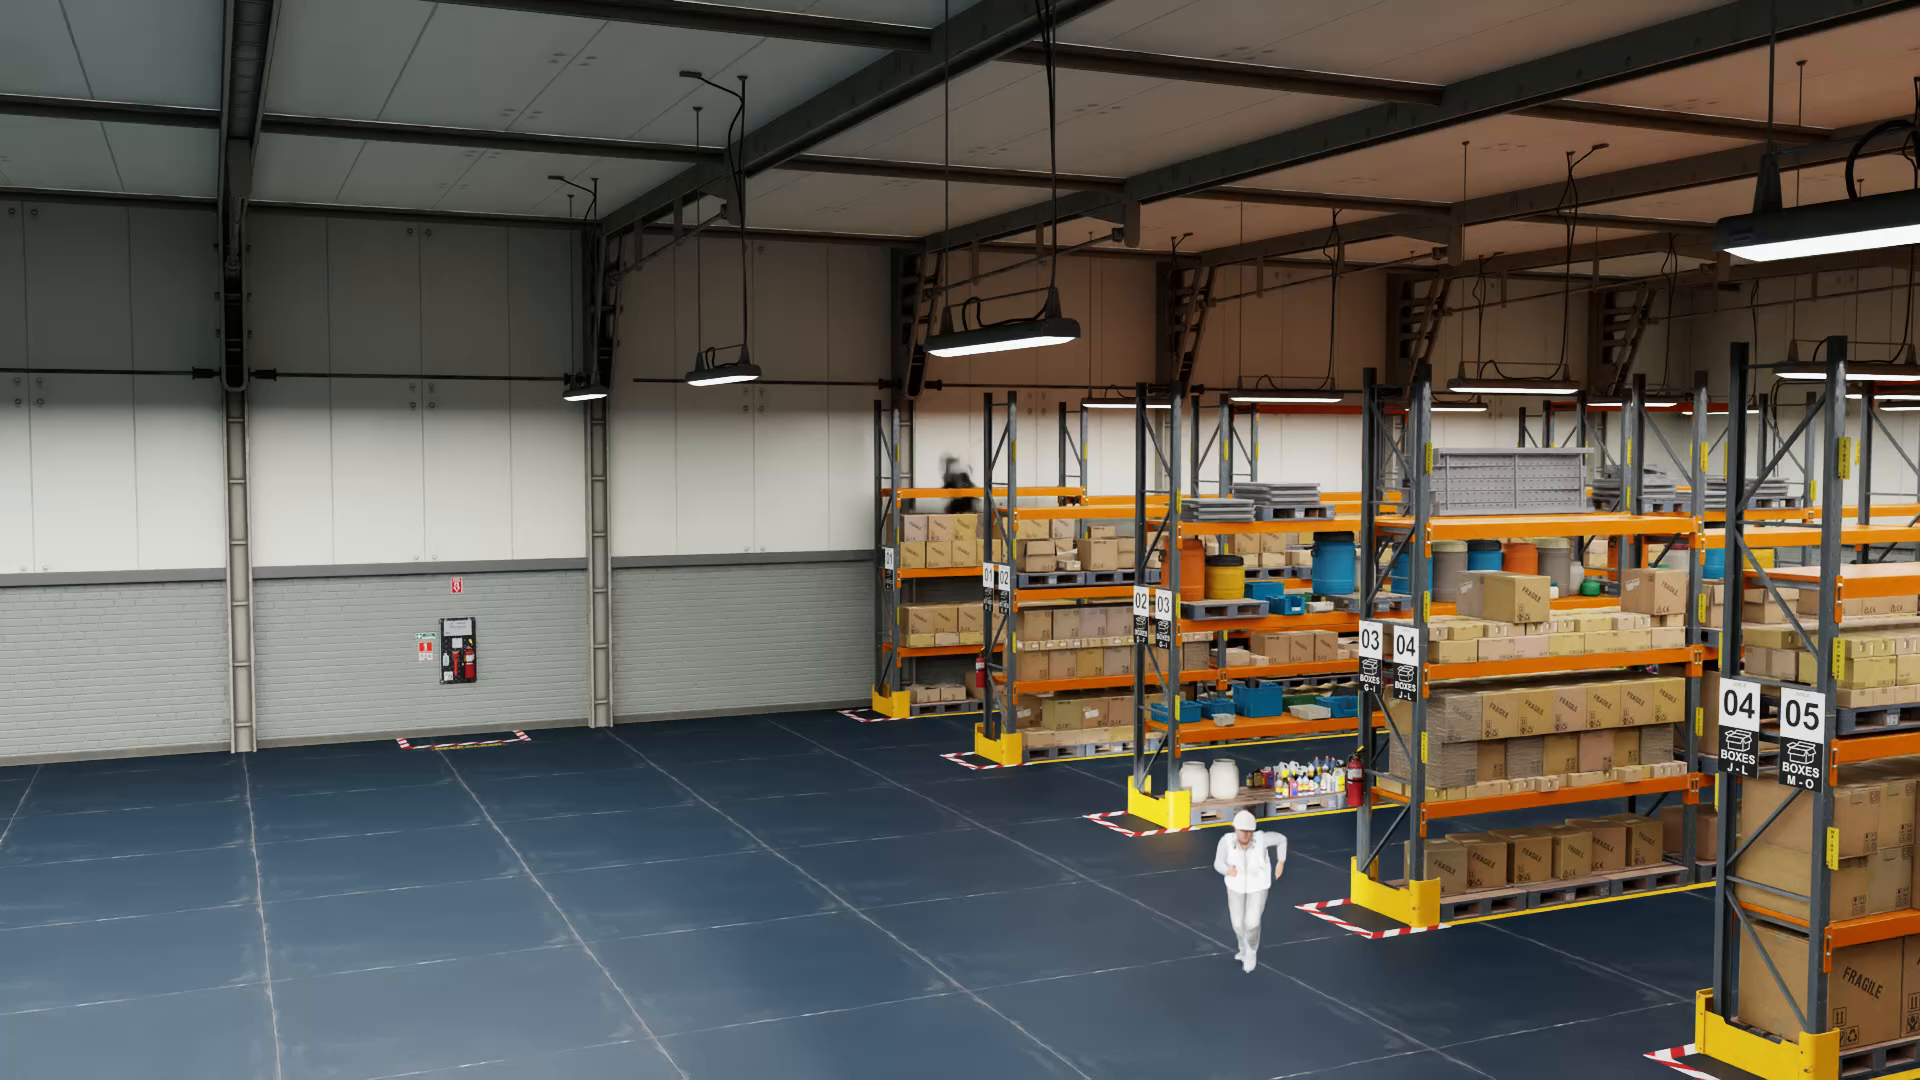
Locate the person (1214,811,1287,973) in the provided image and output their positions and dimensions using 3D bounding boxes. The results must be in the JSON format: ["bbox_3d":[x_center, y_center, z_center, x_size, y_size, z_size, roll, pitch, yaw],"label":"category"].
[{"bbox_3d":[2.826,3.402,16.200,0.685,1.649,0.953,1,3,14],"label":"person"}]
